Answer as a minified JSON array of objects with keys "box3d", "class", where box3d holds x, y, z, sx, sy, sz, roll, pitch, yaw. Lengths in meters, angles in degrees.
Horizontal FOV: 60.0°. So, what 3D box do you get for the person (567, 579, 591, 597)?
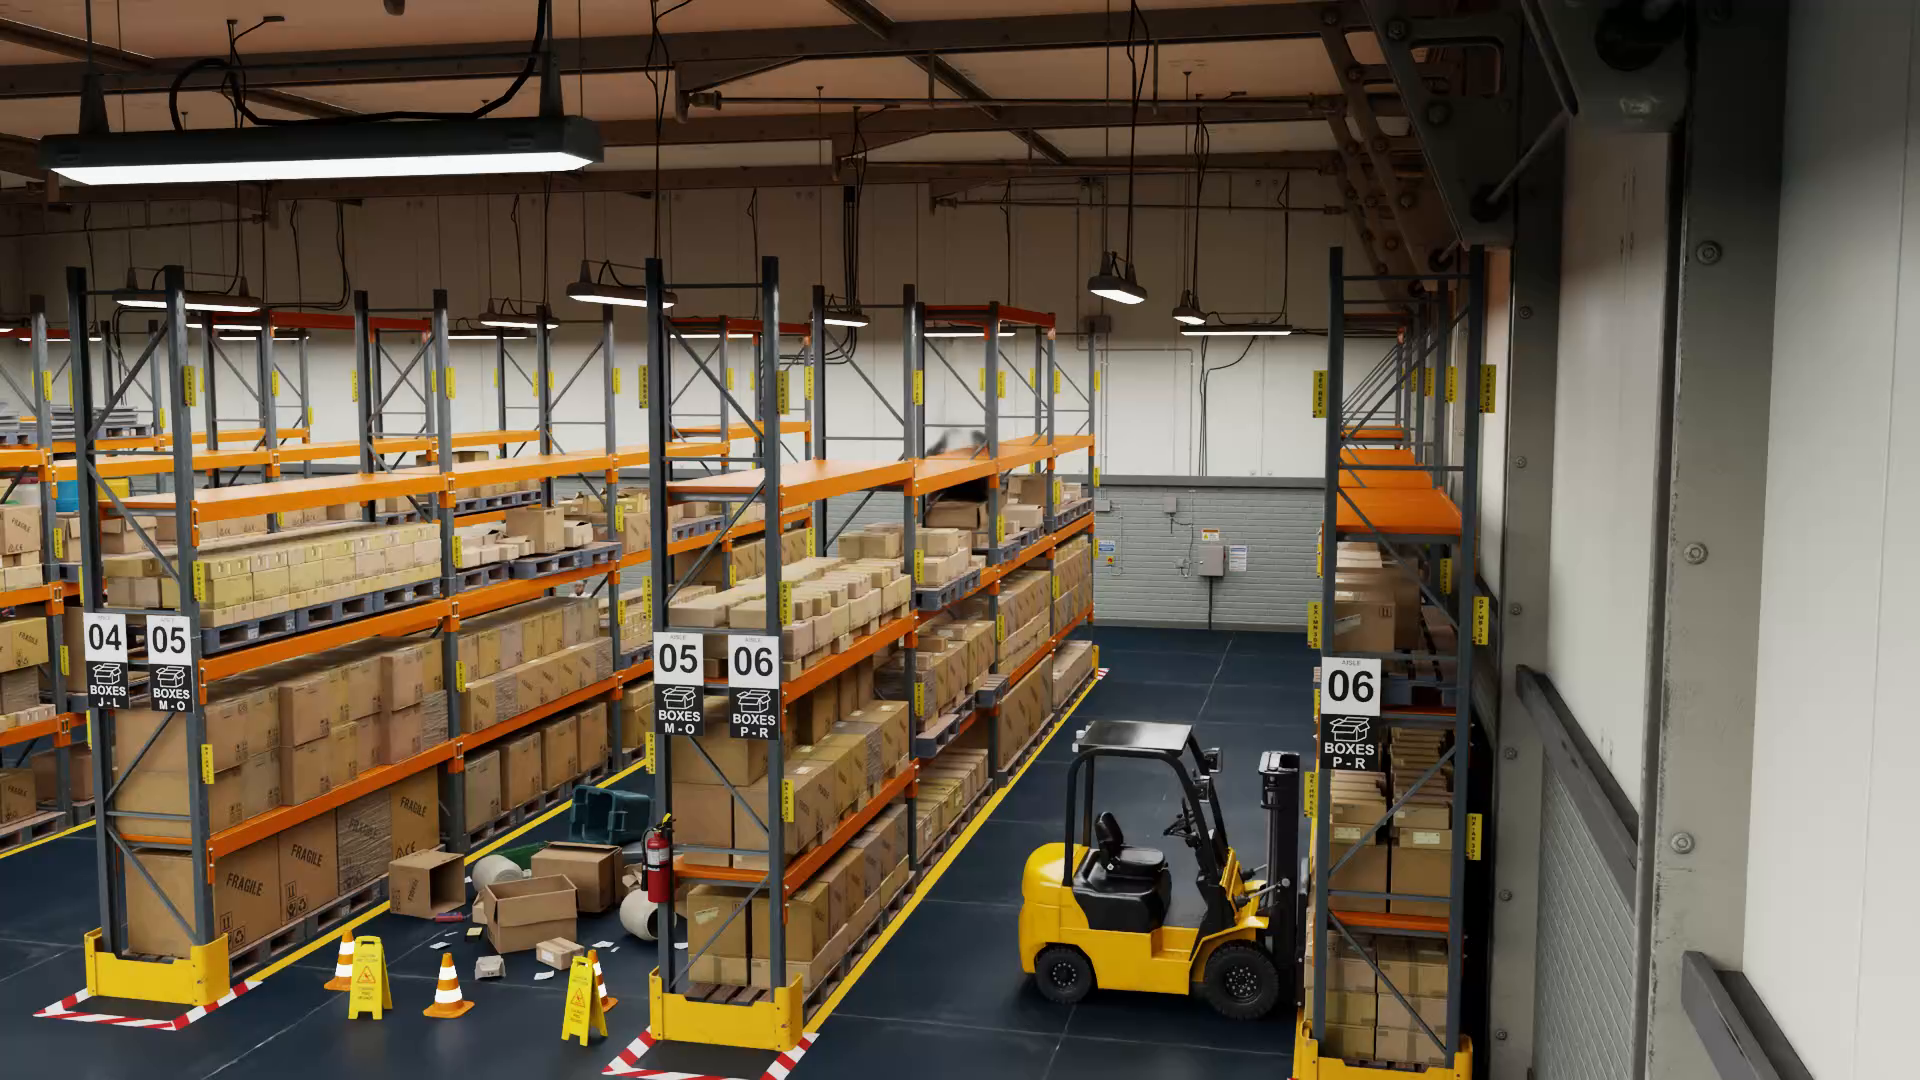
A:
[{"box3d":[-6.255,1.490,27.371,0.647,1.790,0.898,0,6,3],"class":"person"}]
